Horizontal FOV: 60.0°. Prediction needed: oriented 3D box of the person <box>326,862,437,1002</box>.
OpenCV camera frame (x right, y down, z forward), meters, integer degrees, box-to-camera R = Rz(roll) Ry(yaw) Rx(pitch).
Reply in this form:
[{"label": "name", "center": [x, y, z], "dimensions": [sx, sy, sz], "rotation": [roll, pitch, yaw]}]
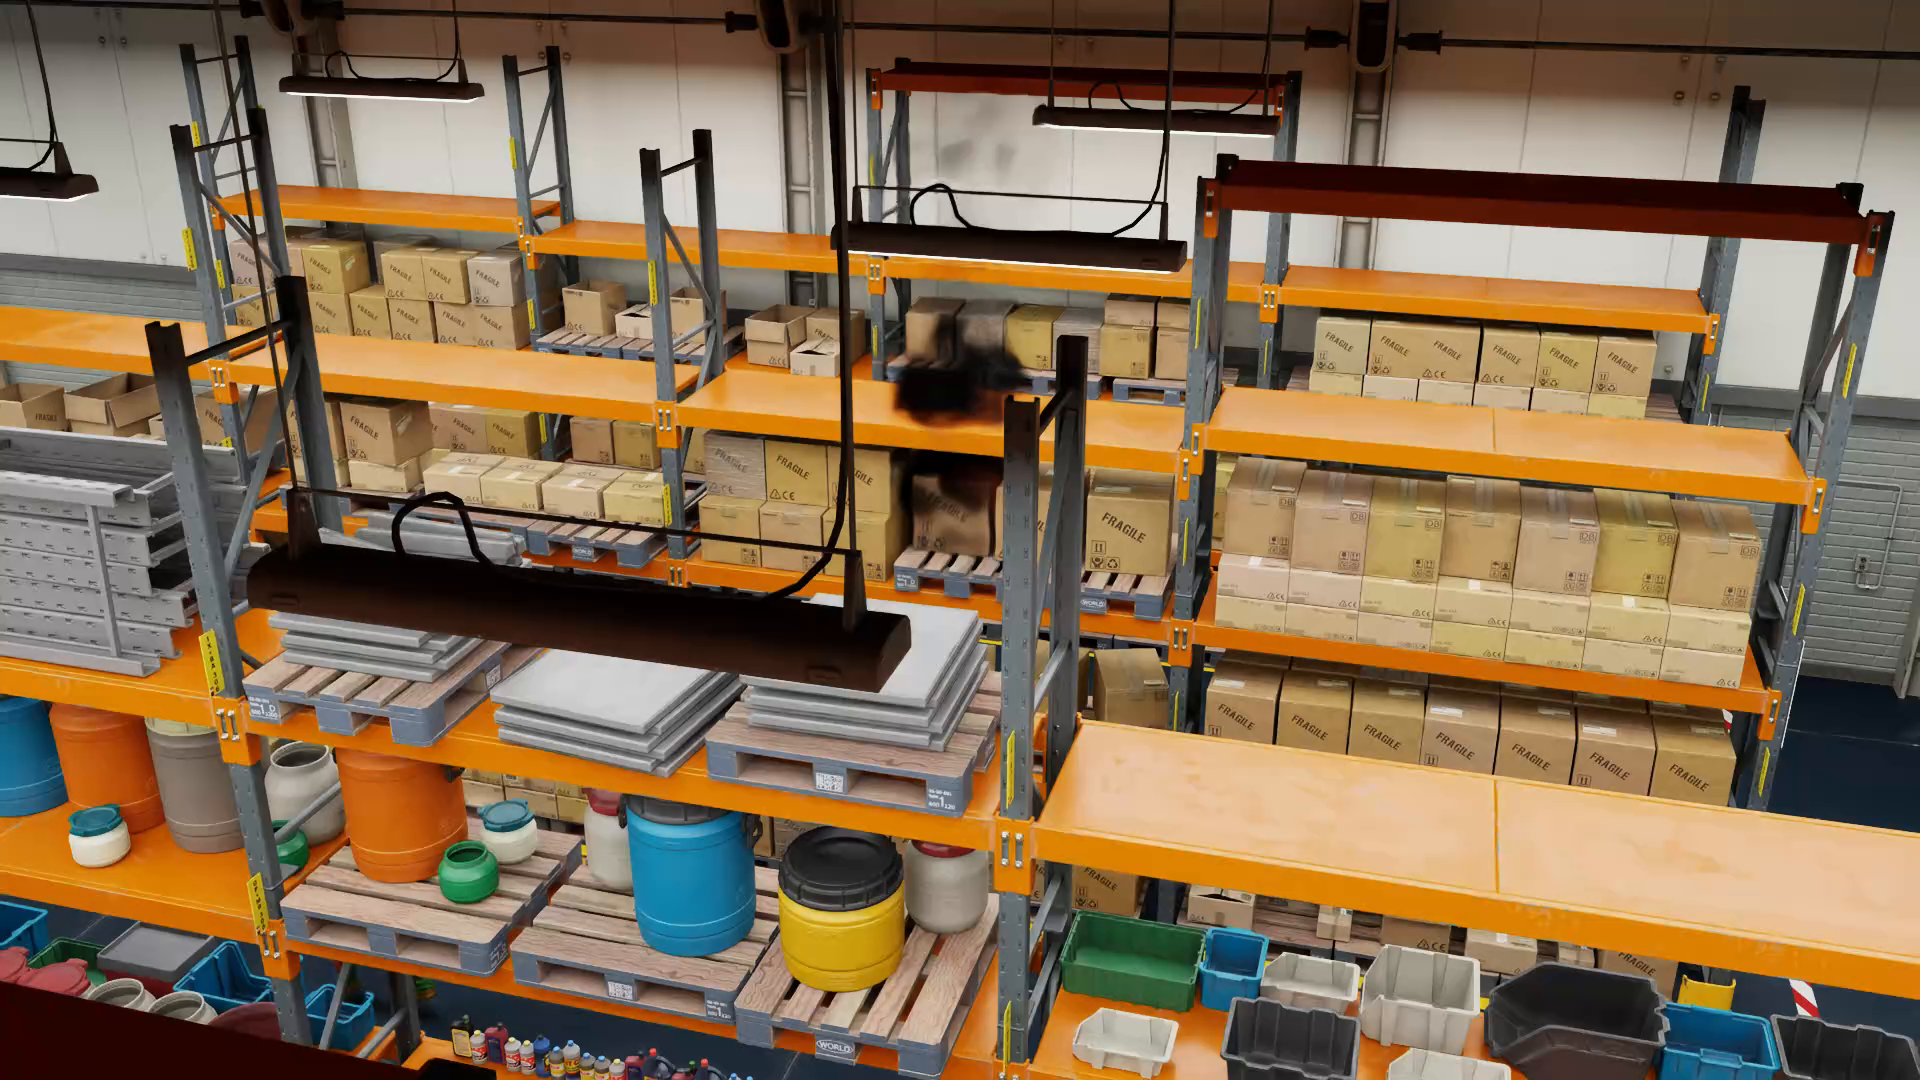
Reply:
[{"label": "person", "center": [-4.291, 2.658, 12.069], "dimensions": [0.895, 1.825, 0.689], "rotation": [5, 23, 13]}]
